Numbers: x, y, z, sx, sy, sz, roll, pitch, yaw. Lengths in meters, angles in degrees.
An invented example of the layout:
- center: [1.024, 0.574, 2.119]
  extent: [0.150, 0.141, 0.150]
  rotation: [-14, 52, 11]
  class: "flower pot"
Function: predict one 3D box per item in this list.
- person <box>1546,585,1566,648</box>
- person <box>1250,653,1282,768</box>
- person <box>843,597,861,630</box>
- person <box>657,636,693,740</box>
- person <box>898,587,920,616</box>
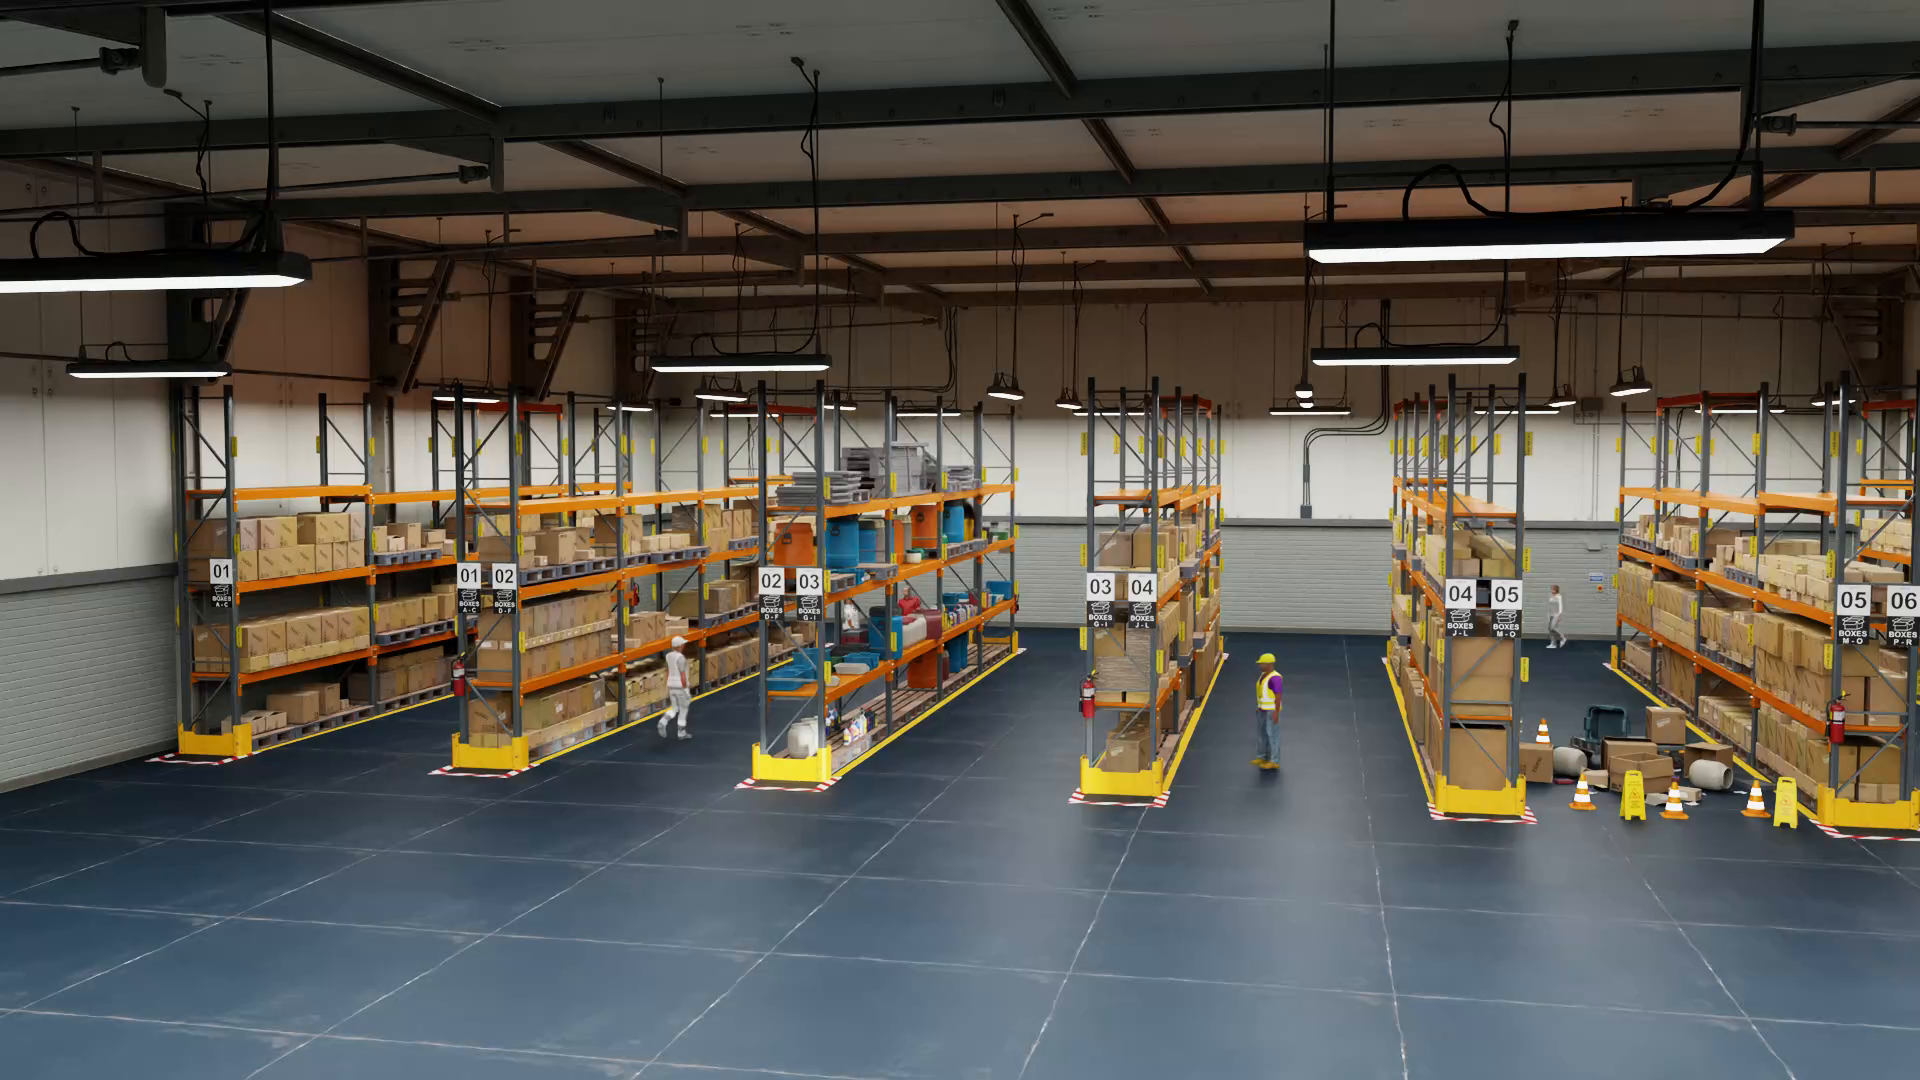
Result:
- center: [14.731, 1.892, 41.133]
  extent: [0.461, 1.586, 0.434]
  rotation: [-1, 3, -18]
  class: "person"
- center: [4.776, 2.654, 25.977]
  extent: [0.431, 1.770, 0.616]
  rotation: [-1, 3, -18]
  class: "person"
- center: [-2.359, 2.016, 36.546]
  extent: [0.570, 1.657, 0.491]
  rotation: [-1, 3, -12]
  class: "person"
- center: [-4.822, 2.519, 28.264]
  extent: [0.554, 1.781, 0.642]
  rotation: [3, 4, 43]
  class: "person"
- center: [-1.170, 1.924, 37.943]
  extent: [0.598, 1.676, 1.002]
  rotation: [2, 4, 37]
  class: "person"
